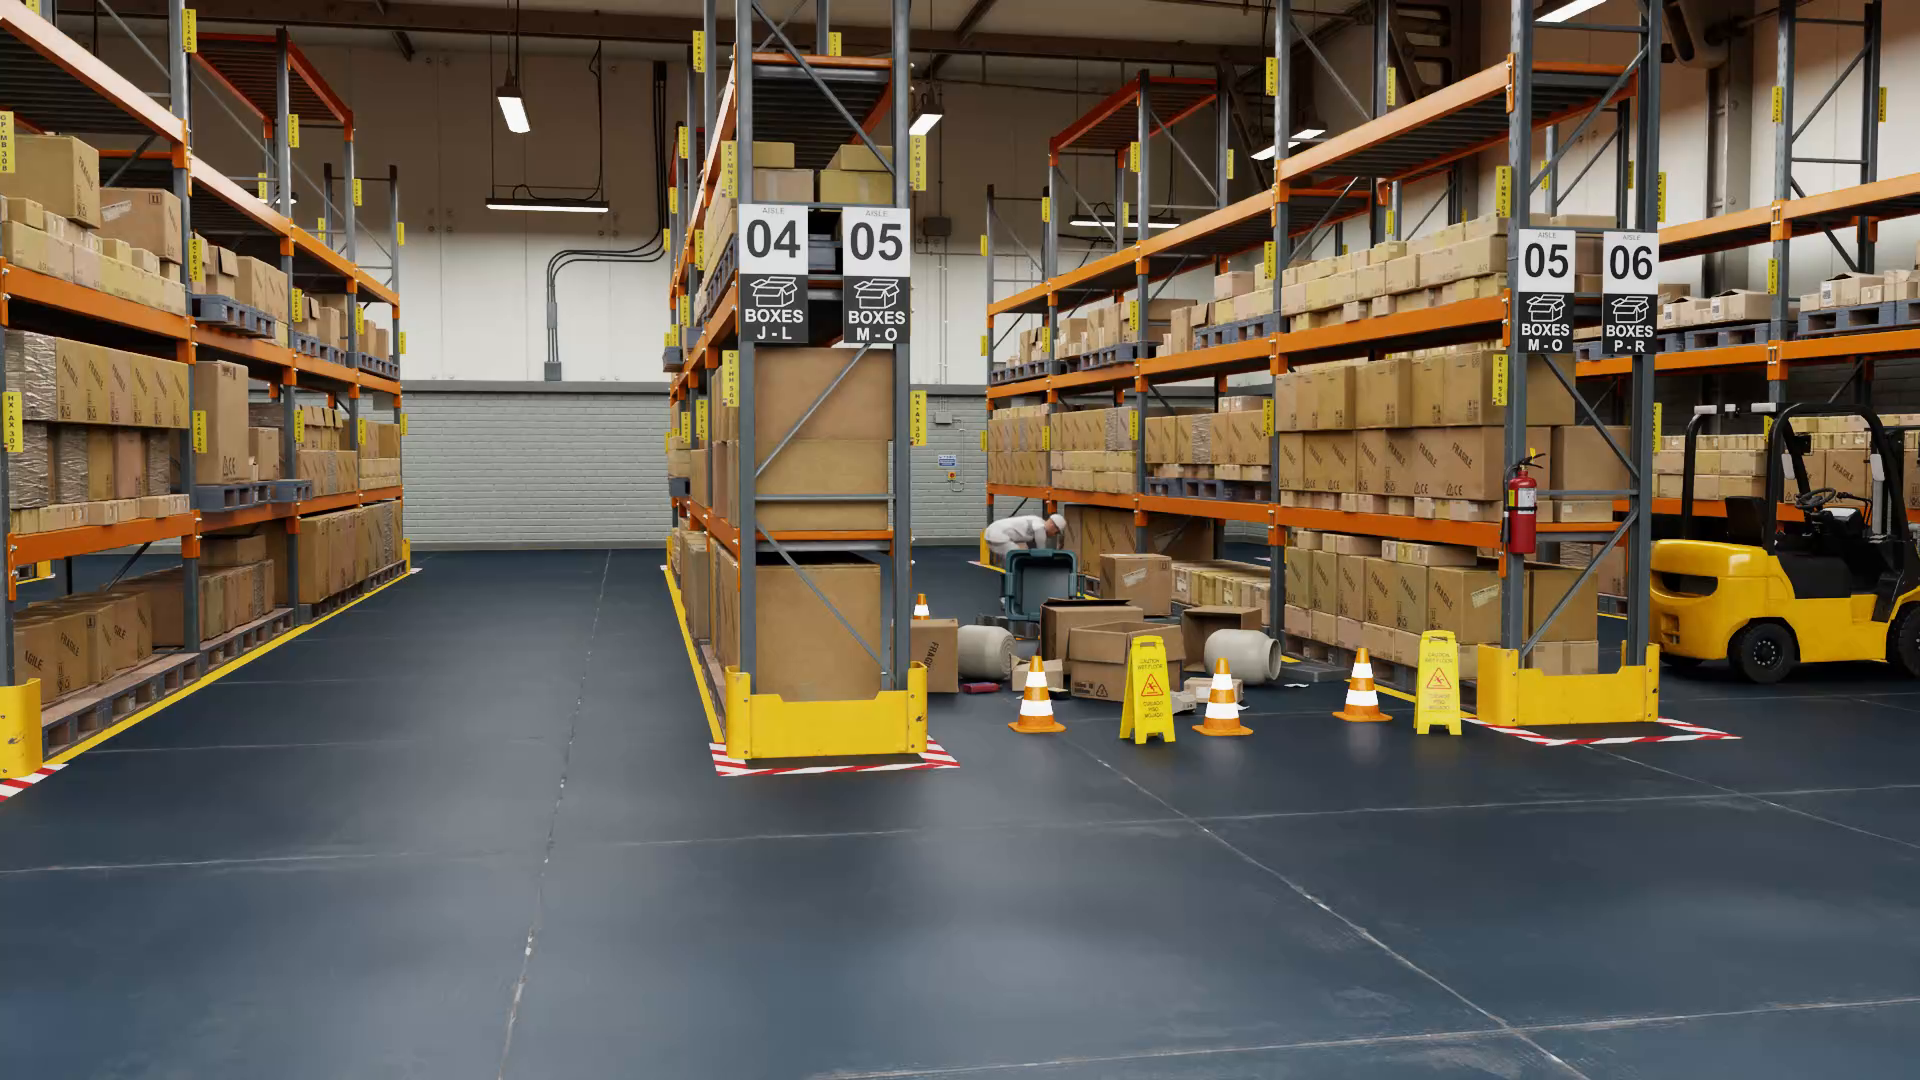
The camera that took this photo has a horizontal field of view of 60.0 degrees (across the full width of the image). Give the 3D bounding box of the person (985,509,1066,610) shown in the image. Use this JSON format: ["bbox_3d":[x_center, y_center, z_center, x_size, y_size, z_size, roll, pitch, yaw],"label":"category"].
[{"bbox_3d":[0.760,0.214,18.962,0.950,1.136,0.512,-1,3,-14],"label":"person"}]
